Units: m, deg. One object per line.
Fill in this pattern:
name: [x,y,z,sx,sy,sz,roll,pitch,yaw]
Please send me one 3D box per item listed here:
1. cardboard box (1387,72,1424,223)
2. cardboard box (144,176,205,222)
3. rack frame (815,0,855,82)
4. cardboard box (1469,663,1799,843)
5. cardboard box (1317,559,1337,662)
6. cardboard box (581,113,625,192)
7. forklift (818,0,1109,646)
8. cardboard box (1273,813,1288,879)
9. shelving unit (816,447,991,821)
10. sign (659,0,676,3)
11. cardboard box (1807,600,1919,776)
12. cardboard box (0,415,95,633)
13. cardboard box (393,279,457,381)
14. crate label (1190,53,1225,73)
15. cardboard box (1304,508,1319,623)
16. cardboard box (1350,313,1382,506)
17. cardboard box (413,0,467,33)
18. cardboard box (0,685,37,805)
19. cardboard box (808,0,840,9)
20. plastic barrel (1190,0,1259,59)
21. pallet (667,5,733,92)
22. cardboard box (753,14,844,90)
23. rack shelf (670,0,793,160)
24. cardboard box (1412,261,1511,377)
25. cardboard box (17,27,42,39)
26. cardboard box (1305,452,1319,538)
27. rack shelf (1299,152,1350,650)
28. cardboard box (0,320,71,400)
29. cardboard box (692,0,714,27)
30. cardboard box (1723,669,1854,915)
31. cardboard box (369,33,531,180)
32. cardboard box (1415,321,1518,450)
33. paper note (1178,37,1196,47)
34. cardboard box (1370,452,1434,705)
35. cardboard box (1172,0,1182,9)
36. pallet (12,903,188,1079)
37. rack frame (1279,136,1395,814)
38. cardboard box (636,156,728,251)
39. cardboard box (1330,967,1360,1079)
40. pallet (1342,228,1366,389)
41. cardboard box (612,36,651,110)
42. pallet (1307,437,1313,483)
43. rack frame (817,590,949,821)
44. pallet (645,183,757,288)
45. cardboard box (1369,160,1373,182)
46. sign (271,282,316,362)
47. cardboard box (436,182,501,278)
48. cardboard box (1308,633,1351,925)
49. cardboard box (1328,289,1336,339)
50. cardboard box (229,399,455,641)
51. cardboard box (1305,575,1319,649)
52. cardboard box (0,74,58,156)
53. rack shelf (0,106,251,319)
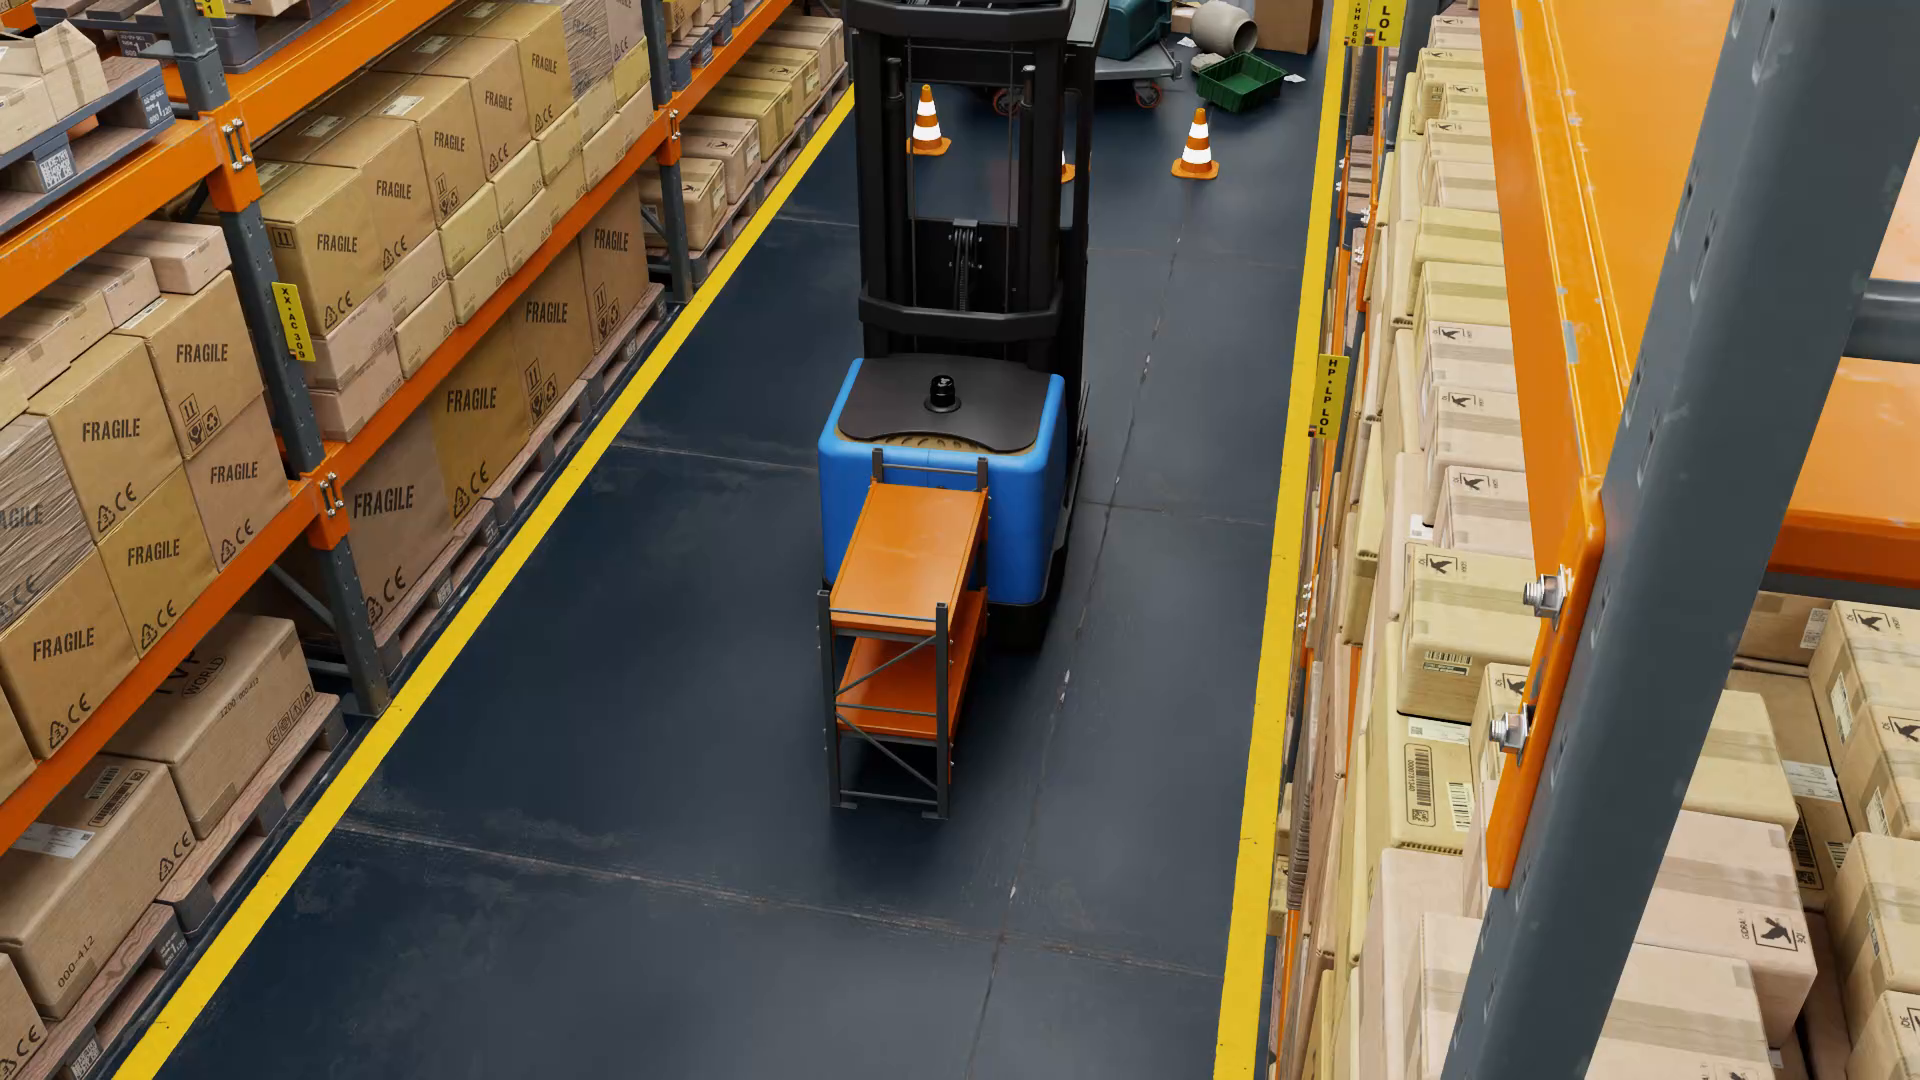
cardboard box: [1.456,-1.057,4.568,0.500,0.250,0.500,8,37,11]
cardboard box: [-3.214,-1.242,6.741,0.500,0.500,0.500,8,37,11]
rack frame: [-1.355,-5.096,12.995,1.000,3.000,0.127,7,37,10]
cardboard box: [0.925,0.325,2.322,0.380,0.149,0.250,6,36,9]
cardboard box: [1.343,0.429,5.033,0.500,0.500,0.500,7,37,10]
cardboard box: [-2.158,-2.124,9.023,0.500,0.250,0.500,8,37,11]
forklift: [0.101,-1.551,8.163,1.130,2.935,3.031,5,36,7]
cardboard box: [1.402,1.206,6.371,0.380,0.149,0.250,6,36,8]
shelving unit: [-0.212,0.384,7.032,0.538,1.125,1.048,6,36,8]
sign: [-1.667,-3.203,9.397,0.100,0.325,0.005,7,37,10]
cardboard box: [1.484,0.242,2.436,0.380,0.149,0.250,8,37,11]
cardboard box: [-3.111,-0.066,5.119,0.500,0.500,0.500,8,37,11]
cardboard box: [-2.603,-0.964,7.423,0.500,0.250,0.500,6,36,9]
crate label: [2.079,-3.958,13.865,0.298,0.136,0.250,-17,39,-22]
cardboard box: [1.705,0.133,6.914,0.500,0.250,0.500,6,36,9]
cardboard box: [1.208,-0.284,3.927,0.500,0.250,0.500,9,37,12]
cardboard box: [-2.776,-2.415,8.359,0.500,0.500,0.500,8,37,11]
cardboard box: [-3.238,0.632,5.007,0.500,0.500,0.500,8,37,12]
cardboard box: [-0.966,-4.760,13.878,0.500,0.500,0.500,9,37,12]
plastic barrel: [2.246,-4.333,14.137,0.421,0.421,0.512,-24,42,-30]
pallet: [-2.162,-3.147,10.469,1.213,0.211,1.003,7,37,10]
cardboard box: [-1.465,-3.901,13.227,0.950,0.372,0.625,8,37,11]
rack shelf: [-1.783,-3.658,11.624,1.077,0.370,4.000,7,37,10]
cardboard box: [1.124,-0.429,3.362,0.380,0.149,0.250,6,36,9]
cardboard box: [-6.781,-3.362,12.269,0.875,0.625,0.625,8,37,11]
cardboard box: [1.929,-0.148,7.941,0.500,0.500,0.500,7,36,9]
rack shelf: [2.220,-0.802,7.684,1.077,0.370,4.000,7,37,10]
cardboard box: [-3.081,-0.574,5.266,0.380,0.149,0.250,7,37,10]
cardboard box: [-1.762,-3.343,10.432,0.380,0.149,0.250,5,36,7]
cardboard box: [1.397,0.472,2.459,0.500,0.250,0.500,7,36,9]
cardboard box: [-2.394,-2.050,7.856,0.500,0.500,0.500,7,36,9]
cardboard box: [1.073,-0.278,3.154,0.380,0.149,0.250,6,36,9]
paper note: [2.004,-4.336,14.483,0.172,0.023,0.155,20,41,26]
cardboard box: [1.009,0.108,2.961,0.500,0.250,0.500,8,37,11]
cardboard box: [1.597,-5.054,15.064,0.797,0.503,0.637,-17,39,-22]
pallet: [-3.561,1.748,5.929,1.003,0.211,1.213,7,37,10]
rack frame: [1.793,0.053,5.890,1.000,3.000,0.127,7,37,10]
cardboard box: [-2.079,-2.231,10.924,0.950,0.372,0.625,5,36,7]
cardboard box: [0.778,0.899,2.296,0.500,0.250,0.500,7,36,9]
pallet: [2.265,-1.022,7.538,1.003,0.211,1.213,7,37,10]
cardboard box: [-2.065,-2.635,9.301,0.500,0.250,0.500,7,37,10]
pallet: [2.479,-0.663,9.255,1.003,0.211,1.213,7,37,10]
rack frame: [-0.295,0.678,6.626,0.500,1.125,0.032,6,36,8]
pallet: [-2.041,-2.121,11.267,1.003,0.211,1.213,7,37,10]
cardboard box: [2.297,-1.923,8.474,0.380,0.149,0.250,9,37,12]
sign: [-2.522,-0.823,6.295,0.100,0.325,0.005,7,37,10]
cardboard box: [-2.477,-1.456,7.675,0.500,0.250,0.500,8,37,11]
cardboard box: [1.114,0.594,3.954,0.500,0.500,0.500,6,36,8]
cardboard box: [2.156,-1.046,8.540,0.500,0.250,0.500,7,37,9]
cardboard box: [-3.010,-0.184,7.671,0.875,0.875,0.875,8,37,11]
cardboard box: [1.413,0.276,5.797,0.380,0.149,0.250,9,37,12]
cardboard box: [-2.944,-1.275,4.938,0.380,0.149,0.250,8,37,11]
rack shelf: [-3.491,-0.286,4.415,1.077,0.370,4.000,7,37,10]
